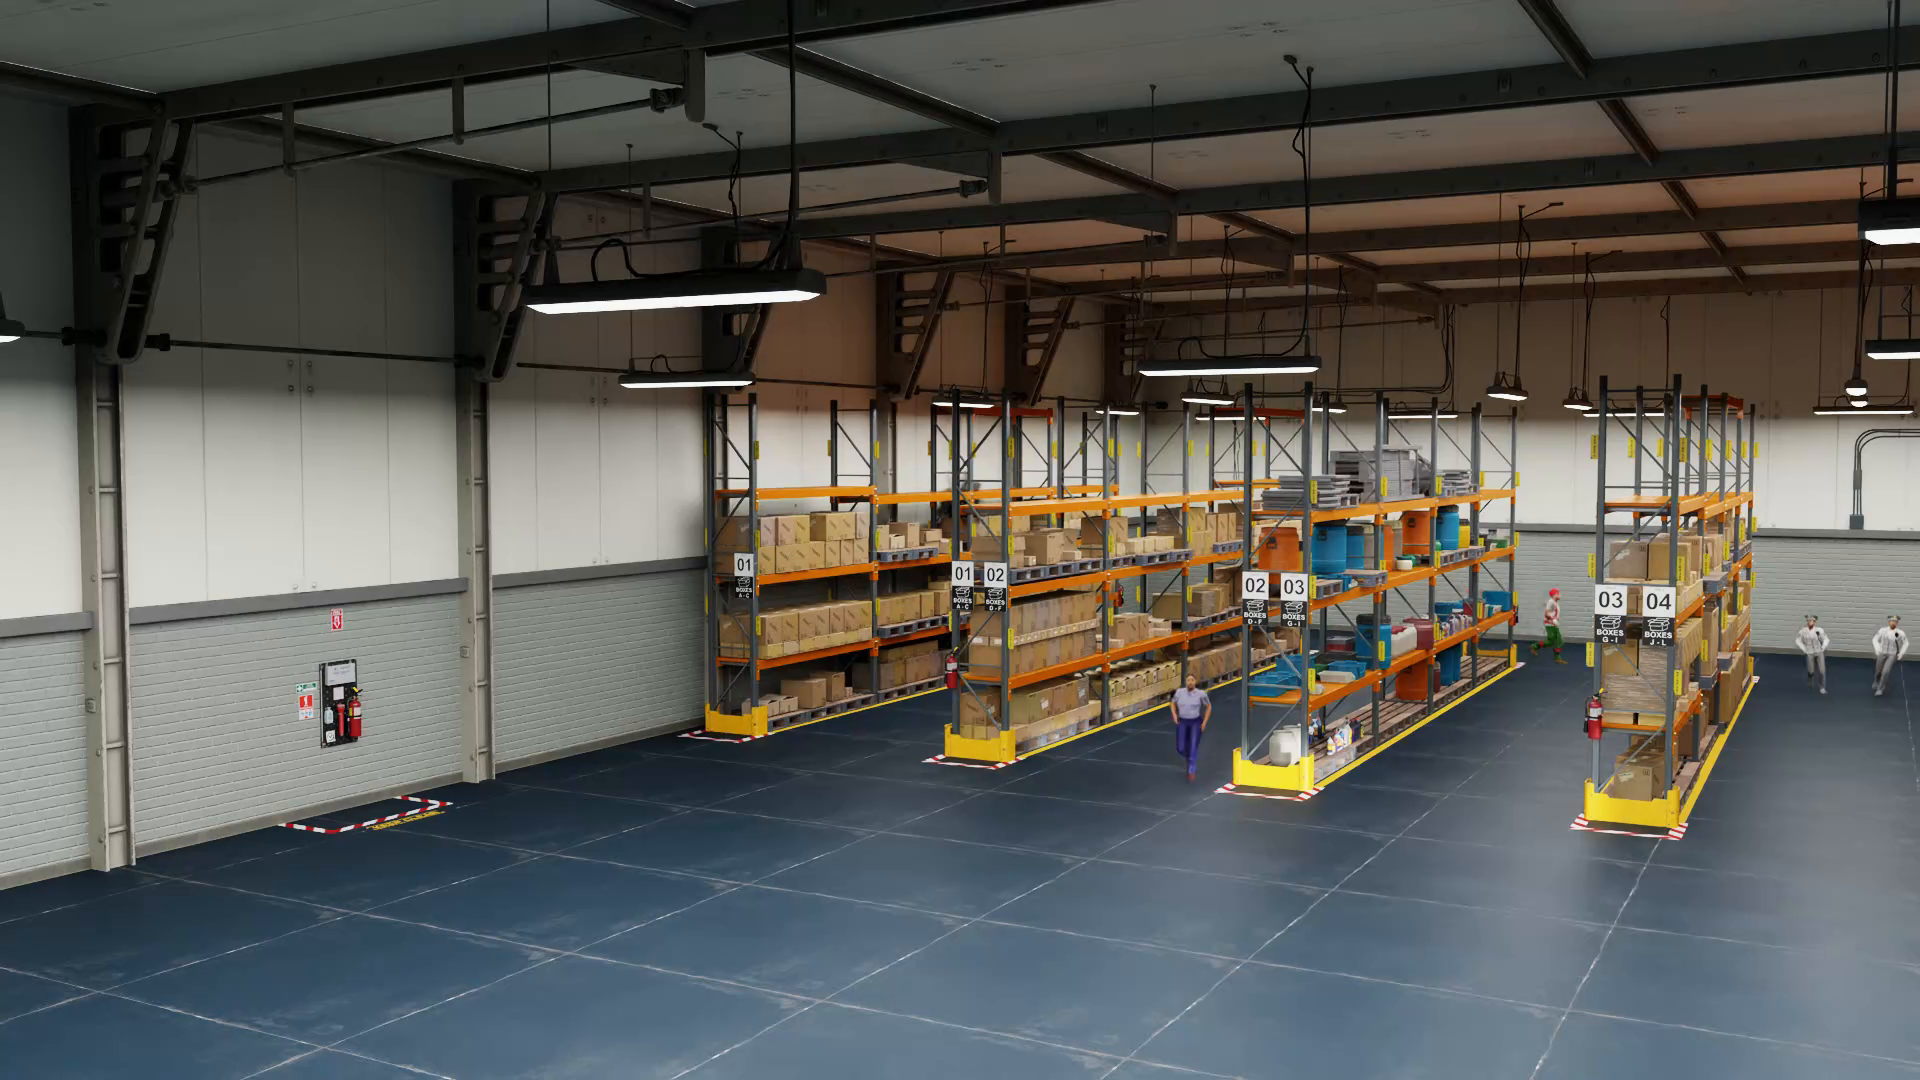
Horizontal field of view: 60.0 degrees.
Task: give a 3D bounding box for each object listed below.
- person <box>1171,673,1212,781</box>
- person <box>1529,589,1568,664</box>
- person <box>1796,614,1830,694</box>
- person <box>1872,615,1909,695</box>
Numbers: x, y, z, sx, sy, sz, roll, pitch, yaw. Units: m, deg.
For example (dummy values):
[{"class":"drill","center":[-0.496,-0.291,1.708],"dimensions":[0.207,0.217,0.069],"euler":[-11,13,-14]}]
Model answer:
[{"class":"person","center":[3.518,2.842,25.407],"dimensions":[0.638,1.626,0.531],"euler":[1,3,21]},{"class":"person","center":[13.870,2.021,39.077],"dimensions":[0.851,1.767,0.682],"euler":[2,4,28]},{"class":"person","center":[17.664,2.343,34.444],"dimensions":[0.621,1.624,0.524],"euler":[1,3,21]},{"class":"person","center":[19.071,2.343,34.083],"dimensions":[0.660,1.650,0.624],"euler":[2,4,32]}]
